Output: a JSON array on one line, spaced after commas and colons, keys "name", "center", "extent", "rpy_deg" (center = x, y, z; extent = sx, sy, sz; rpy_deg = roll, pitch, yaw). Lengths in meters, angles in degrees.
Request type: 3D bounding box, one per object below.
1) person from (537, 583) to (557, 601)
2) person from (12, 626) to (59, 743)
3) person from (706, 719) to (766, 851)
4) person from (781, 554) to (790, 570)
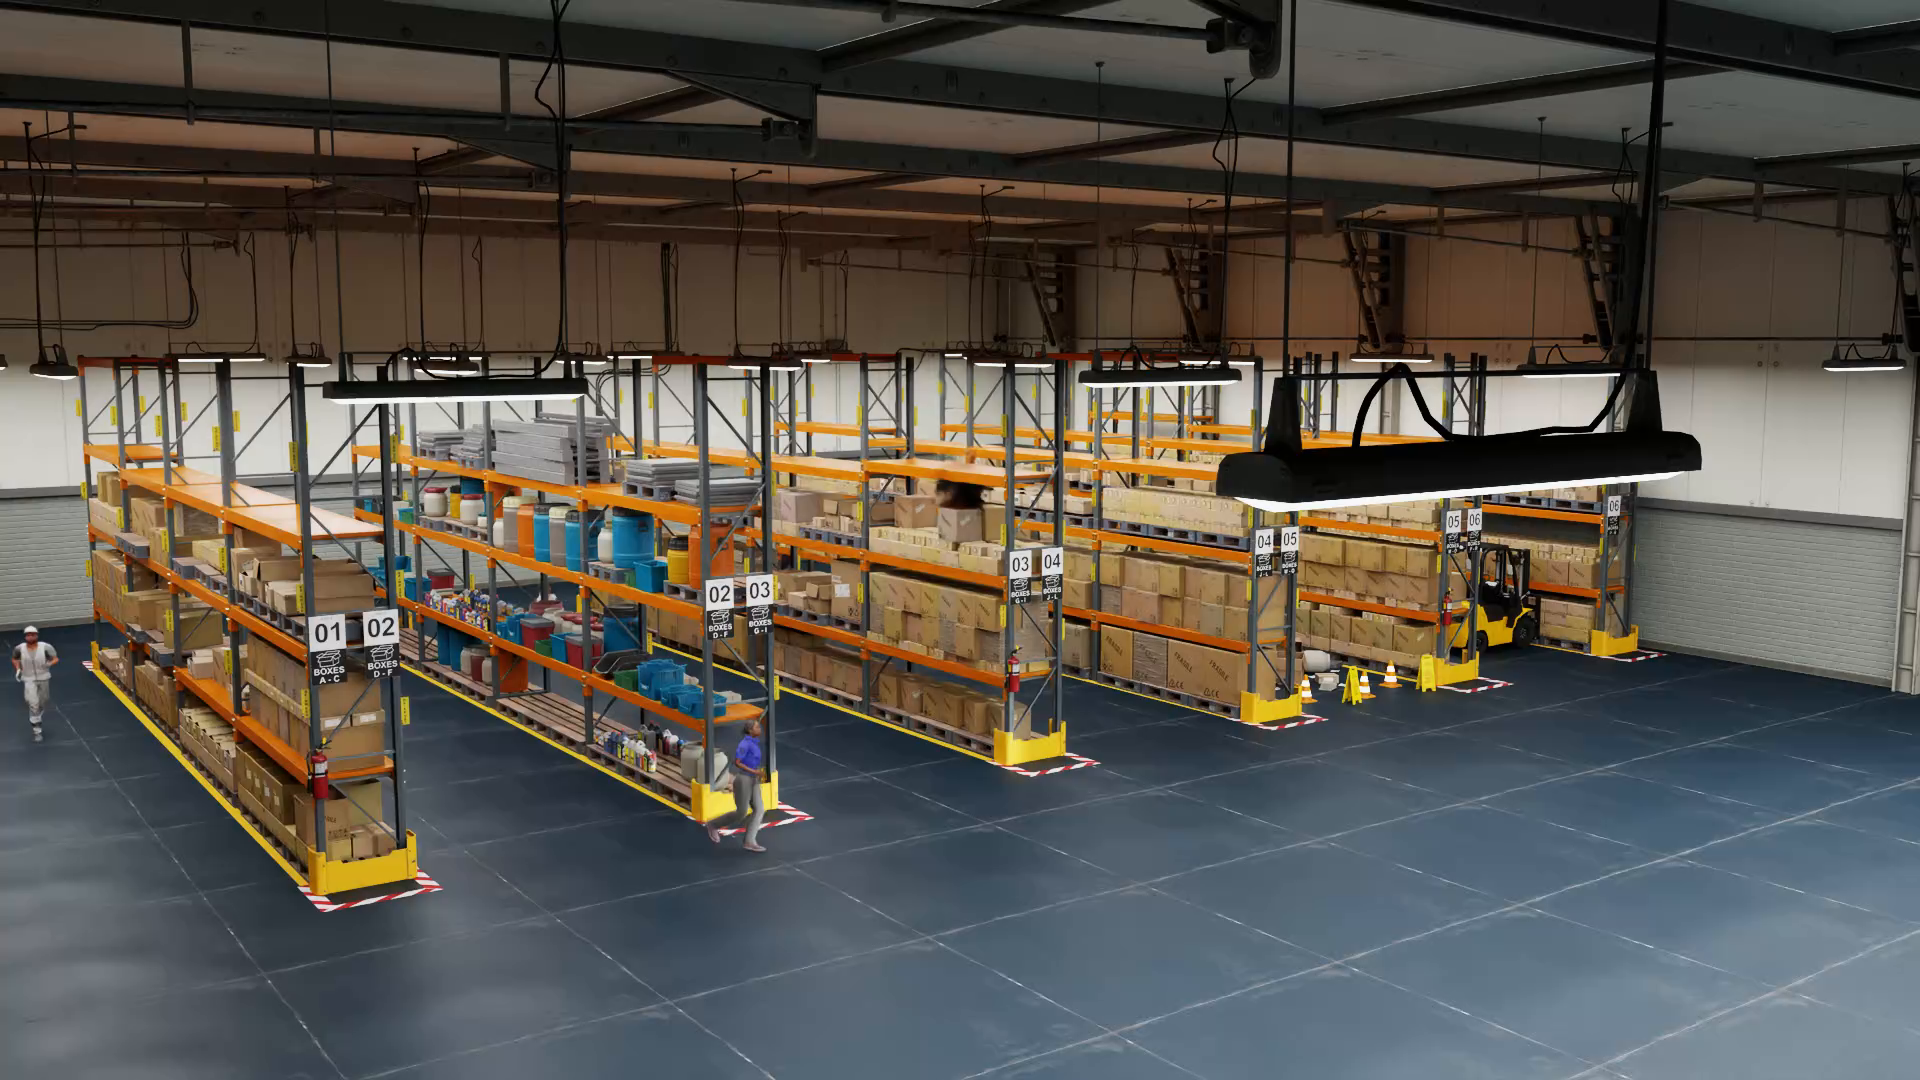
[{"name": "person", "center": [-8.122, 1.604, 32.709], "extent": [0.539, 1.541, 0.622], "rpy_deg": [-6, 9, -39]}, {"name": "person", "center": [-14.635, 2.245, 26.370], "extent": [0.634, 1.803, 0.929], "rpy_deg": [-5, 8, -34]}, {"name": "person", "center": [-2.730, 3.038, 20.819], "extent": [0.790, 1.594, 0.633], "rpy_deg": [2, 7, 14]}, {"name": "person", "center": [-4.404, 0.360, 42.078], "extent": [0.519, 1.629, 0.779], "rpy_deg": [0, 7, 1]}]
